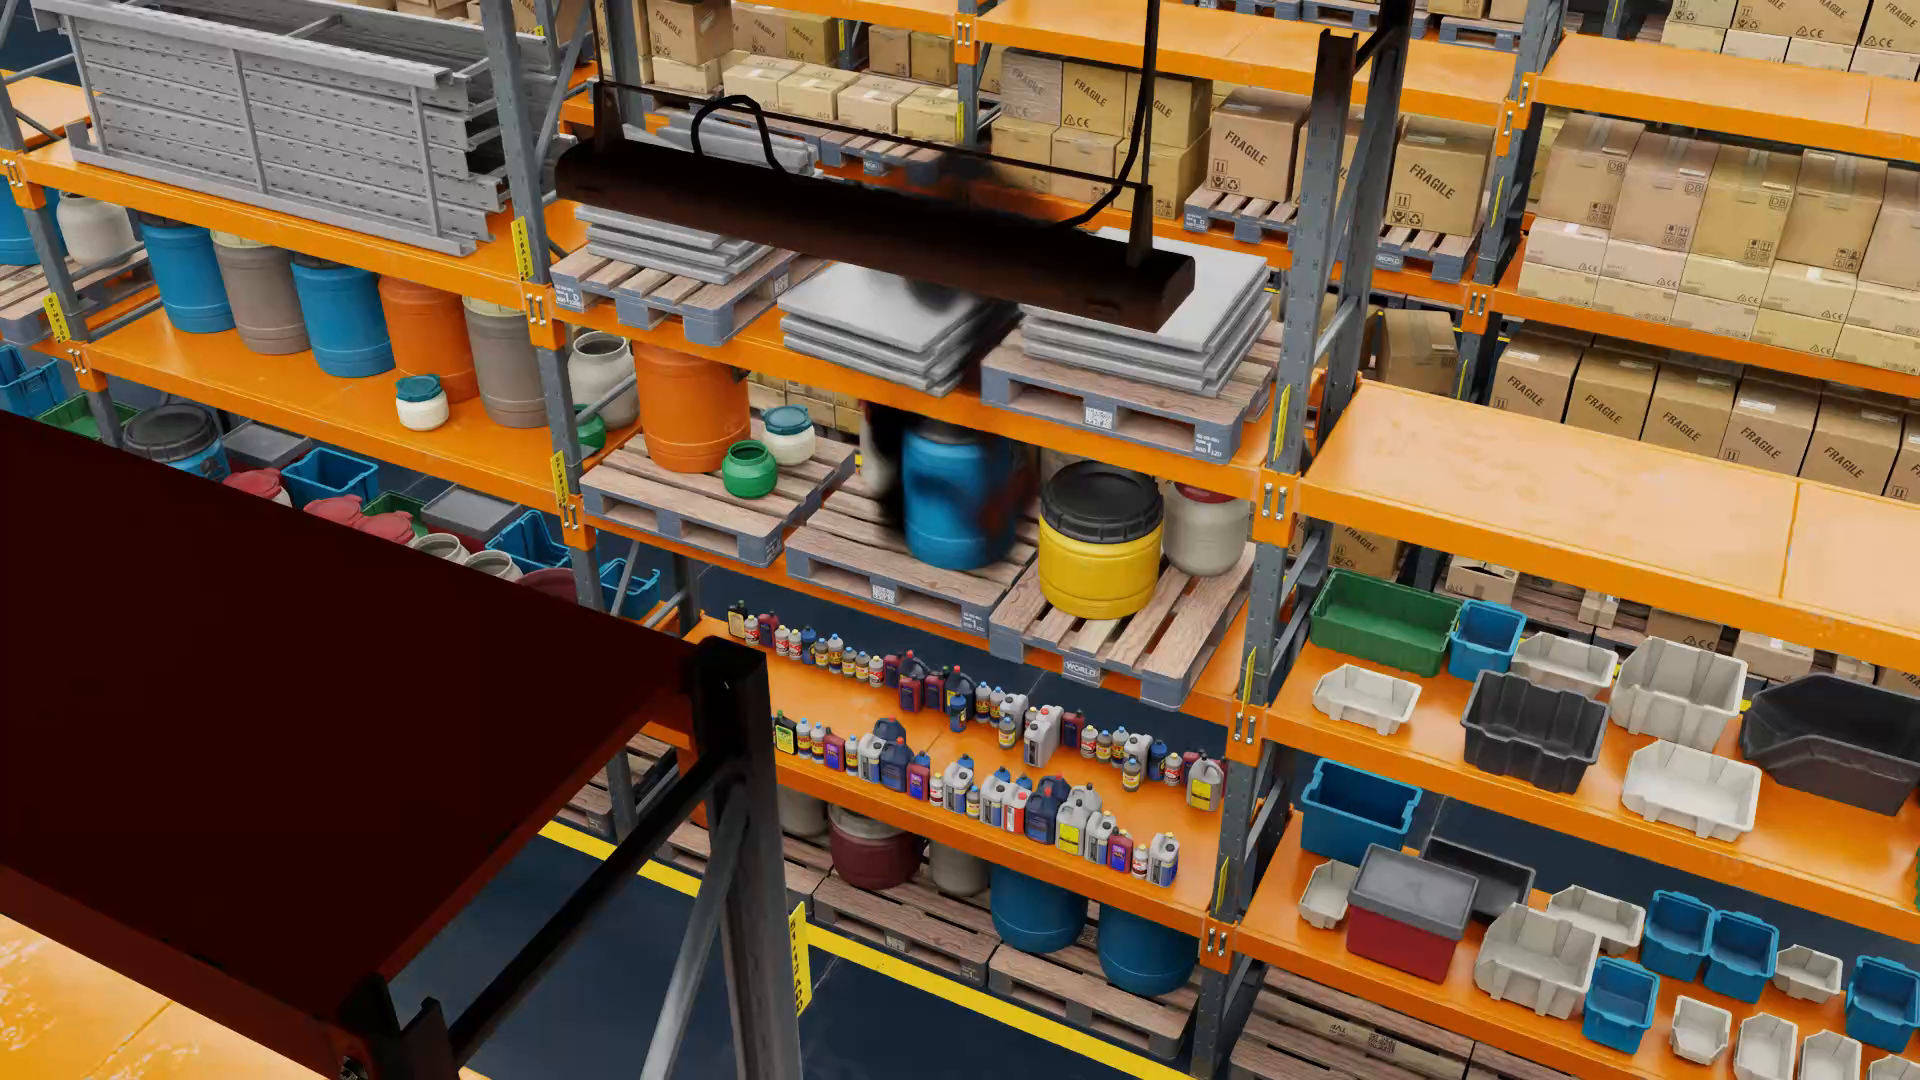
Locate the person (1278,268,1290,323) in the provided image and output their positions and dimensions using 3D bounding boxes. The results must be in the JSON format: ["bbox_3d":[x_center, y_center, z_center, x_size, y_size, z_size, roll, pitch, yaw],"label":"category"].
[{"bbox_3d":[3.262,-2.374,15.803,0.854,1.705,0.556,15,38,20],"label":"person"}]
